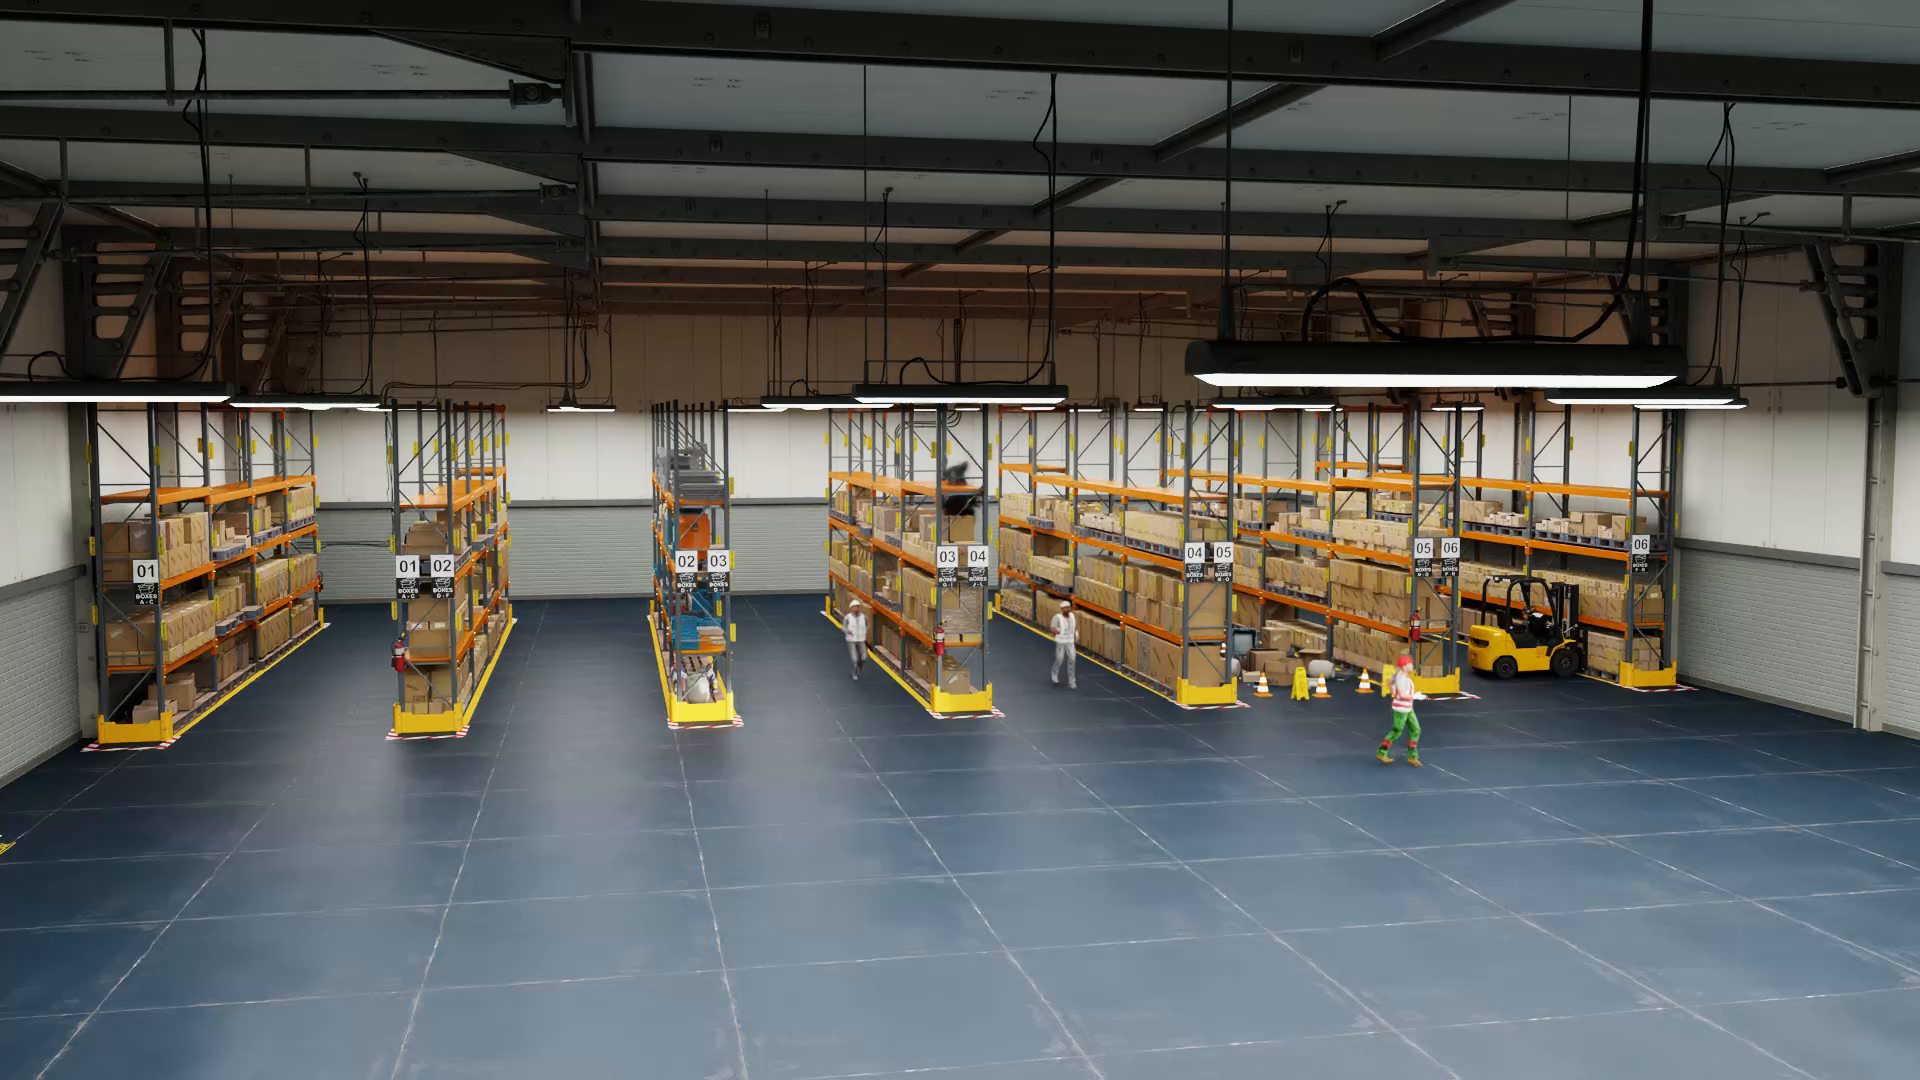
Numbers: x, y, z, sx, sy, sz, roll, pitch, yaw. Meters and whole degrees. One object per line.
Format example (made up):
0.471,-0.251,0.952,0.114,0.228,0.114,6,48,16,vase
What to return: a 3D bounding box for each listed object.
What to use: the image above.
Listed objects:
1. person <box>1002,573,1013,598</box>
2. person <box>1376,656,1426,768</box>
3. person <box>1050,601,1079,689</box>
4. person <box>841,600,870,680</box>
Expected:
1.445,1.109,49.854,0.682,1.765,0.701,-1,4,-14,person
7.171,2.799,27.019,0.795,1.840,0.633,2,5,26,person
2.202,2.192,35.031,0.706,1.841,0.826,-2,5,-23,person
-2.211,2.158,35.746,0.651,1.725,0.583,-1,4,-16,person
